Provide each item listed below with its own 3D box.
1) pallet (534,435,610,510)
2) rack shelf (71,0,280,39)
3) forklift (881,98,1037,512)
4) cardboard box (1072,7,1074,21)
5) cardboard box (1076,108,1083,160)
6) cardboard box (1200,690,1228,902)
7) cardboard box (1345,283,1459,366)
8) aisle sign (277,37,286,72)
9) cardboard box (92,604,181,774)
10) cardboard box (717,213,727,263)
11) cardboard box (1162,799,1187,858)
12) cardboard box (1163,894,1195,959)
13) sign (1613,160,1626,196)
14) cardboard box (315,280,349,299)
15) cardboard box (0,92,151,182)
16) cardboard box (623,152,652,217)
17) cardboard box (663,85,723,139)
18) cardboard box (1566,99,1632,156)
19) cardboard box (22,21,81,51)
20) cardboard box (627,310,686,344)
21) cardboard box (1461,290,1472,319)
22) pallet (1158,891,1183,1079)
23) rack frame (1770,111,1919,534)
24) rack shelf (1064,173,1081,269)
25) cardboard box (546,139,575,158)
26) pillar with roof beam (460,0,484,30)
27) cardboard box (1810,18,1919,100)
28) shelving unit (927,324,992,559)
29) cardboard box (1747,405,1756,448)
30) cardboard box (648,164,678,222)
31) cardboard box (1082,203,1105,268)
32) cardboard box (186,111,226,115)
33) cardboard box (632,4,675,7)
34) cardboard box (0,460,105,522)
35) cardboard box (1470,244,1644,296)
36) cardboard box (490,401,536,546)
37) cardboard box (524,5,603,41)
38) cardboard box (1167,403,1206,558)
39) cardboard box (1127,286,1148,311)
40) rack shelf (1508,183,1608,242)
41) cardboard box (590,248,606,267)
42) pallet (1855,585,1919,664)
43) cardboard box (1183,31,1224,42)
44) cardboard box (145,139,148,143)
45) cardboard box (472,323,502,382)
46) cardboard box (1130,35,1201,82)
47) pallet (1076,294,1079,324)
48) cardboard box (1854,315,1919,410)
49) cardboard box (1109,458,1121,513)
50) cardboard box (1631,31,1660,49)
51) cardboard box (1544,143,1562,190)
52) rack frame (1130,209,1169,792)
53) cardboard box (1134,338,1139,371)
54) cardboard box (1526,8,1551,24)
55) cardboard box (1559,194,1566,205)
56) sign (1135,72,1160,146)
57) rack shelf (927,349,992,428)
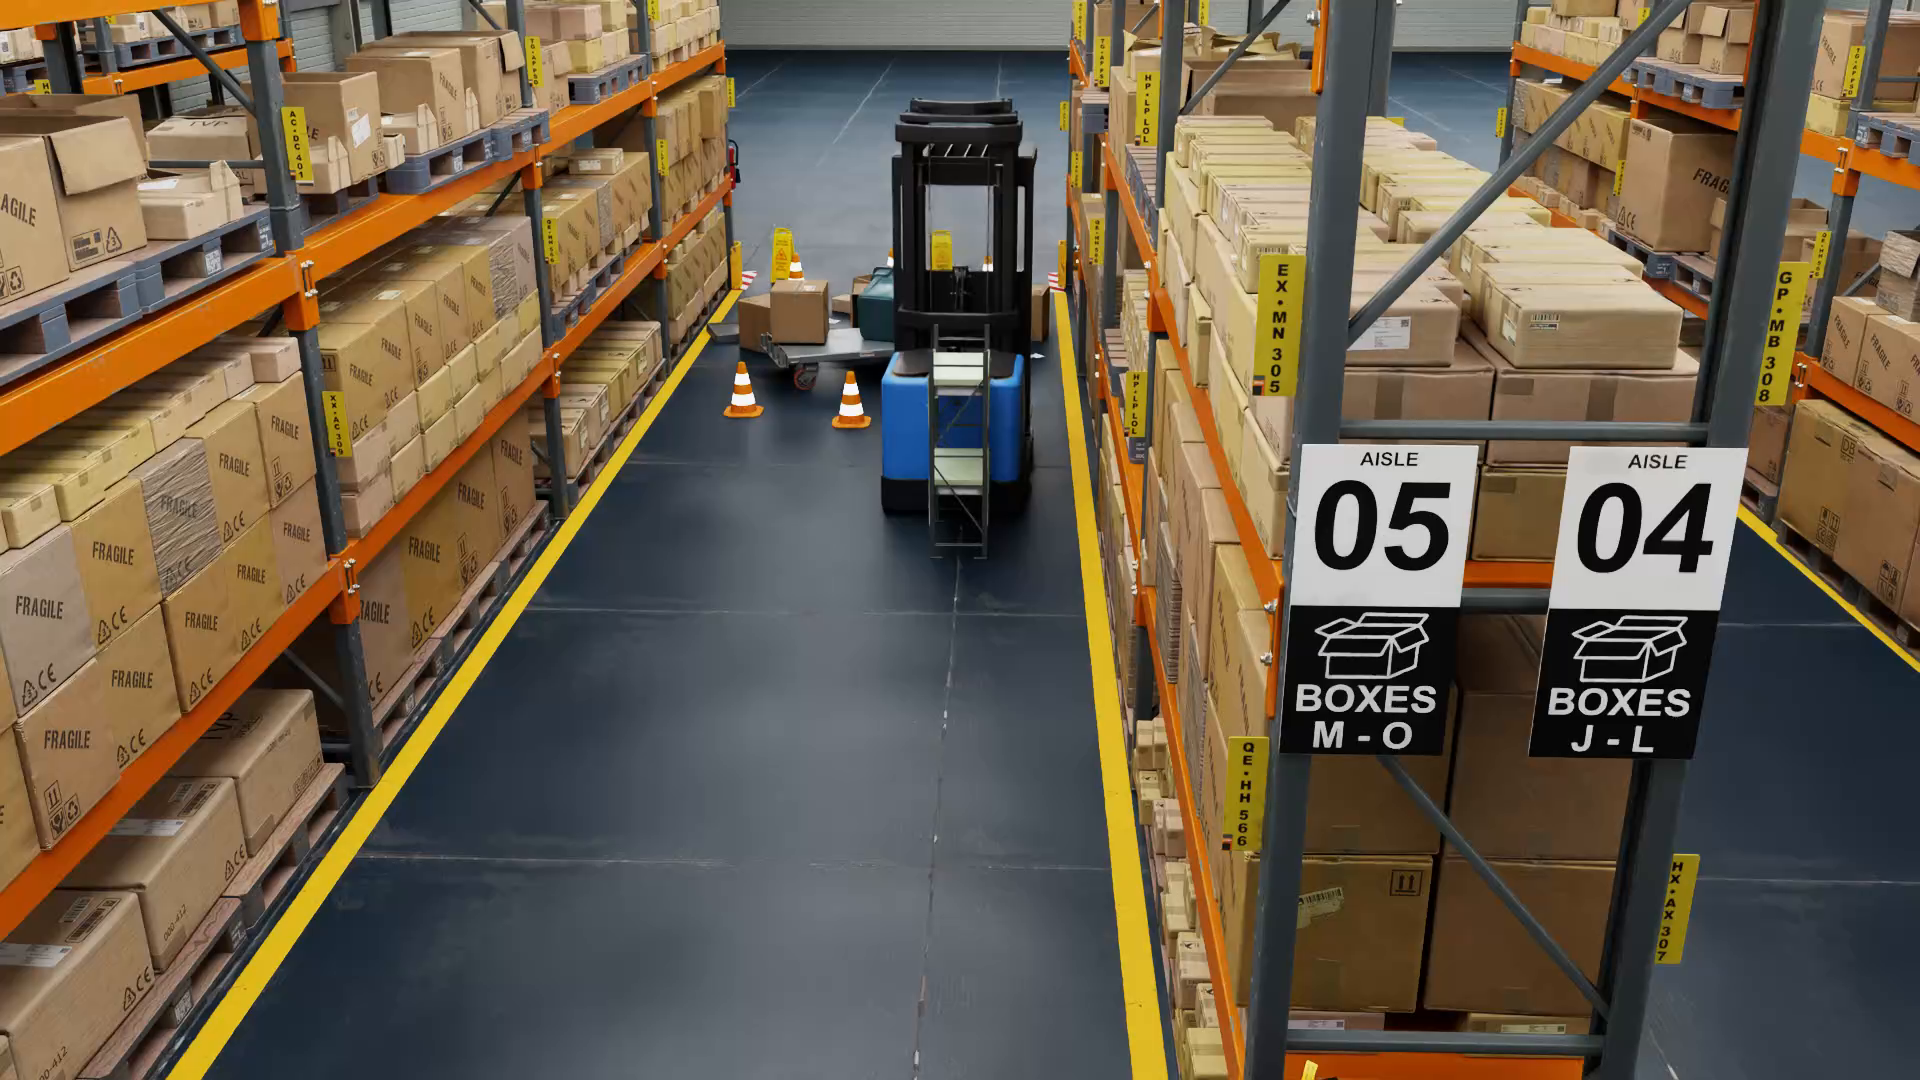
[{"bbox_3d":[-3.409,-0.551,13.156,1.003,0.211,1.213,1,21,2],"label":"pallet"},{"bbox_3d":[-3.495,-3.120,9.177,1.077,0.370,4.000,1,21,2],"label":"rack shelf"},{"bbox_3d":[0.041,-2.061,13.290,1.130,2.935,3.031,2,21,4],"label":"forklift"},{"bbox_3d":[1.422,-5.754,18.193,0.380,0.149,0.250,1,21,2],"label":"cardboard box"},{"bbox_3d":[1.584,-3.903,16.241,0.875,0.550,0.550,1,21,2],"label":"cardboard box"},{"bbox_3d":[1.050,0.806,5.256,0.500,0.500,0.500,0,21,1],"label":"cardboard box"},{"bbox_3d":[0.989,-0.528,4.062,0.380,0.149,0.250,0,21,1],"label":"cardboard box"},{"bbox_3d":[-7.857,-5.746,19.098,0.394,0.787,0.004,1,21,2],"label":"aisle sign"},{"bbox_3d":[-3.357,0.559,6.302,0.500,0.500,0.500,1,21,3],"label":"cardboard box"},{"bbox_3d":[-2.955,-3.431,18.910,0.500,0.500,0.500,1,21,2],"label":"cardboard box"},{"bbox_3d":[1.077,1.251,7.196,0.380,0.149,0.250,1,21,3],"label":"cardboard box"},{"bbox_3d":[1.028,1.575,6.771,0.380,0.149,0.250,1,21,2],"label":"cardboard box"},{"bbox_3d":[6.050,-3.312,15.221,0.100,0.325,0.005,1,21,2],"label":"sign"},{"bbox_3d":[-3.750,-1.169,9.375,0.500,0.500,0.500,1,21,3],"label":"cardboard box"},{"bbox_3d":[-3.784,-1.599,6.999,0.500,0.500,0.500,1,21,3],"label":"cardboard box"},{"bbox_3d":[-3.097,-3.226,15.066,0.500,0.500,0.500,0,21,1],"label":"cardboard box"},{"bbox_3d":[-2.924,-4.556,17.694,0.700,0.500,0.500,0,21,1],"label":"cardboard box"},{"bbox_3d":[6.361,-4.084,16.476,0.500,0.500,0.500,1,21,2],"label":"cardboard box"},{"bbox_3d":[-8.053,-4.402,14.486,0.500,0.311,0.500,0,21,0],"label":"cardboard box"},{"bbox_3d":[-3.025,-2.139,16.614,0.500,0.250,0.500,0,21,-1],"label":"cardboard box"},{"bbox_3d":[1.561,-0.564,4.705,0.500,0.250,0.500,0,21,1],"label":"cardboard box"},{"bbox_3d":[1.375,1.882,6.888,1.003,0.211,1.213,1,21,2],"label":"pallet"},{"bbox_3d":[6.471,-1.459,11.642,1.000,3.000,0.127,1,21,2],"label":"rack frame"},{"bbox_3d":[1.699,-3.384,17.598,1.077,0.370,4.000,1,21,2],"label":"rack shelf"},{"bbox_3d":[-3.681,-3.532,14.957,0.380,0.149,0.250,1,21,1],"label":"cardboard box"},{"bbox_3d":[-4.407,-11.360,28.867,9.100,9.000,0.400,1,21,2],"label":"pillar with roof beam"},{"bbox_3d":[6.235,-3.312,11.443,0.500,0.500,0.500,1,21,3],"label":"cardboard box"},{"bbox_3d":[0.000,-0.702,11.764,0.431,1.500,0.755,1,21,2],"label":"shelving unit"},{"bbox_3d":[6.475,-0.942,13.157,0.700,0.500,0.500,-1,21,-3],"label":"cardboard box"},{"bbox_3d":[-3.021,-3.356,15.981,0.500,0.500,0.500,1,21,1],"label":"cardboard box"},{"bbox_3d":[1.338,-2.673,14.634,0.500,0.500,0.500,1,21,2],"label":"cardboard box"},{"bbox_3d":[-8.412,-4.693,18.530,0.380,0.149,0.250,1,21,3],"label":"cardboard box"},{"bbox_3d":[-2.989,-5.152,16.259,0.380,0.149,0.250,0,21,0],"label":"cardboard box"},{"bbox_3d":[-3.301,-0.176,5.919,0.380,0.149,0.250,0,21,0],"label":"cardboard box"},{"bbox_3d":[1.617,-0.709,4.528,0.380,0.149,0.250,1,21,2],"label":"cardboard box"},{"bbox_3d":[-3.539,-0.524,11.590,0.875,0.875,0.875,0,21,1],"label":"cardboard box"},{"bbox_3d":[-3.212,-4.191,13.474,0.500,0.250,0.500,1,21,3],"label":"cardboard box"},{"bbox_3d":[1.091,-0.225,6.531,0.500,0.500,0.500,1,21,3],"label":"cardboard box"},{"bbox_3d":[1.291,-1.555,10.835,0.380,0.149,0.250,1,21,1],"label":"cardboard box"},{"bbox_3d":[6.653,-3.293,17.364,1.077,0.370,4.000,1,21,2],"label":"rack shelf"},{"bbox_3d":[-3.141,-2.346,13.695,0.380,0.149,0.250,1,21,3],"label":"cardboard box"},{"bbox_3d":[6.332,0.565,10.280,1.003,0.211,1.213,1,21,2],"label":"pallet"},{"bbox_3d":[1.789,-3.775,12.870,0.500,0.311,0.500,0,21,1],"label":"cardboard box"},{"bbox_3d":[-8.052,-3.855,16.371,0.380,0.149,0.250,0,21,1],"label":"cardboard box"},{"bbox_3d":[-3.202,-1.182,10.446,0.500,0.250,0.500,0,21,0],"label":"cardboard box"},{"bbox_3d":[1.245,-2.930,10.090,0.396,0.266,0.258,1,21,2],"label":"cardboard box"},{"bbox_3d":[1.774,-2.413,17.955,1.003,0.211,1.213,1,21,2],"label":"pallet"},{"bbox_3d":[6.171,-1.146,10.698,0.500,0.500,0.500,0,21,0],"label":"cardboard box"},{"bbox_3d":[1.210,-0.321,10.549,0.500,0.250,0.500,1,21,2],"label":"cardboard box"},{"bbox_3d":[6.314,-4.540,15.093,0.380,0.149,0.250,1,21,3],"label":"cardboard box"},{"bbox_3d":[6.716,-3.976,17.579,0.875,0.500,0.500,1,21,2],"label":"cardboard box"},{"bbox_3d":[1.395,-0.104,8.150,1.000,3.000,0.127,1,21,2],"label":"rack frame"},{"bbox_3d":[1.263,-1.129,10.148,0.380,0.149,0.250,0,21,1],"label":"cardboard box"},{"bbox_3d":[6.370,-5.676,18.021,0.380,0.149,0.250,1,21,3],"label":"cardboard box"},{"bbox_3d":[6.450,-3.501,17.252,0.380,0.149,0.250,1,21,2],"label":"cardboard box"},{"bbox_3d":[0.840,-1.932,7.455,0.100,0.325,0.005,1,21,2],"label":"sign"},{"bbox_3d":[0.000,-1.065,11.623,0.431,0.370,0.720,1,21,2],"label":"rack shelf"}]
